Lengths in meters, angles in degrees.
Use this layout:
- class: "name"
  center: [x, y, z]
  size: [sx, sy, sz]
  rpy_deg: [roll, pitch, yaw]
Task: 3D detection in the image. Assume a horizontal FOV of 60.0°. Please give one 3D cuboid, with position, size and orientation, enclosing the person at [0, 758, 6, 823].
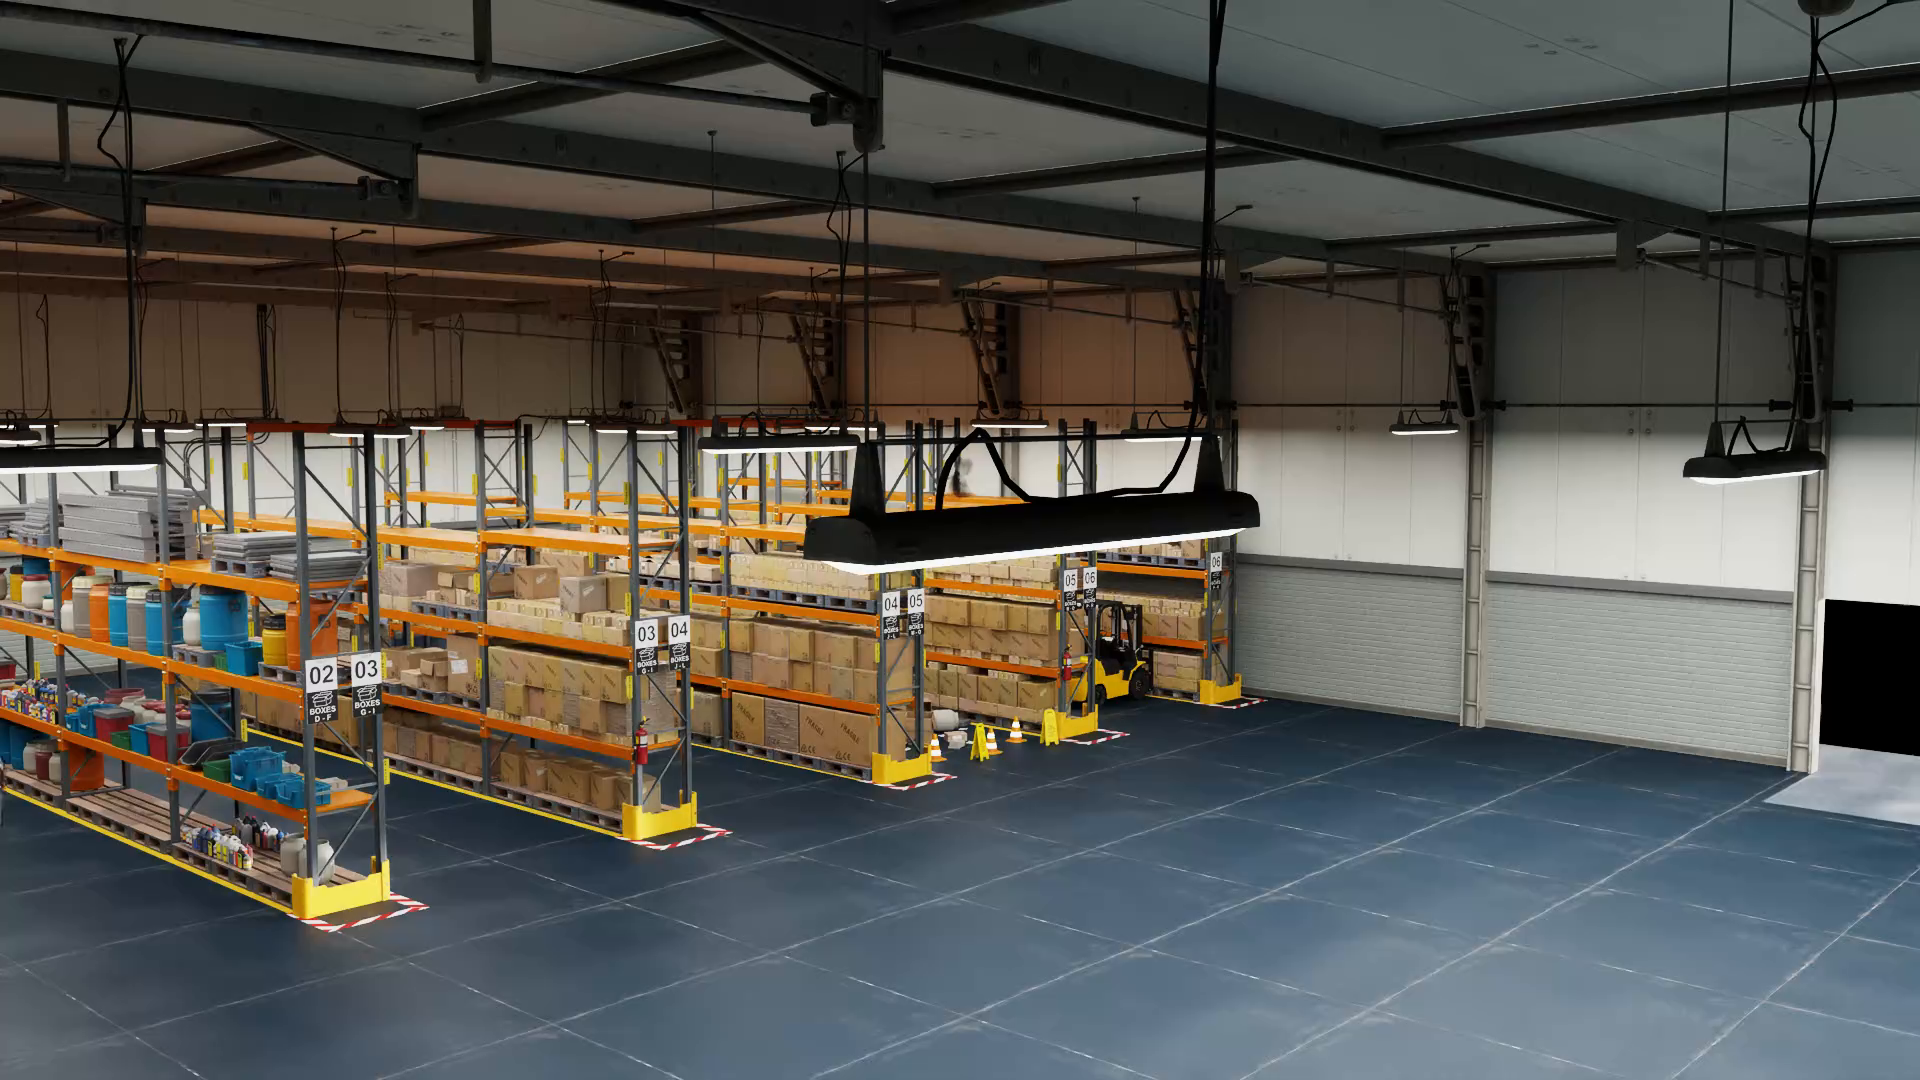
- class: "person"
  center: [-13.834, 3.576, 23.640]
  size: [0.561, 1.649, 0.574]
  rpy_deg: [3, 6, 32]

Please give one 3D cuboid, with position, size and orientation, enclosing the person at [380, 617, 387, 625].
- class: "person"
  center: [-13.870, 2.332, 39.758]
  size: [0.509, 1.537, 0.808]
  rpy_deg: [-2, 5, -24]
